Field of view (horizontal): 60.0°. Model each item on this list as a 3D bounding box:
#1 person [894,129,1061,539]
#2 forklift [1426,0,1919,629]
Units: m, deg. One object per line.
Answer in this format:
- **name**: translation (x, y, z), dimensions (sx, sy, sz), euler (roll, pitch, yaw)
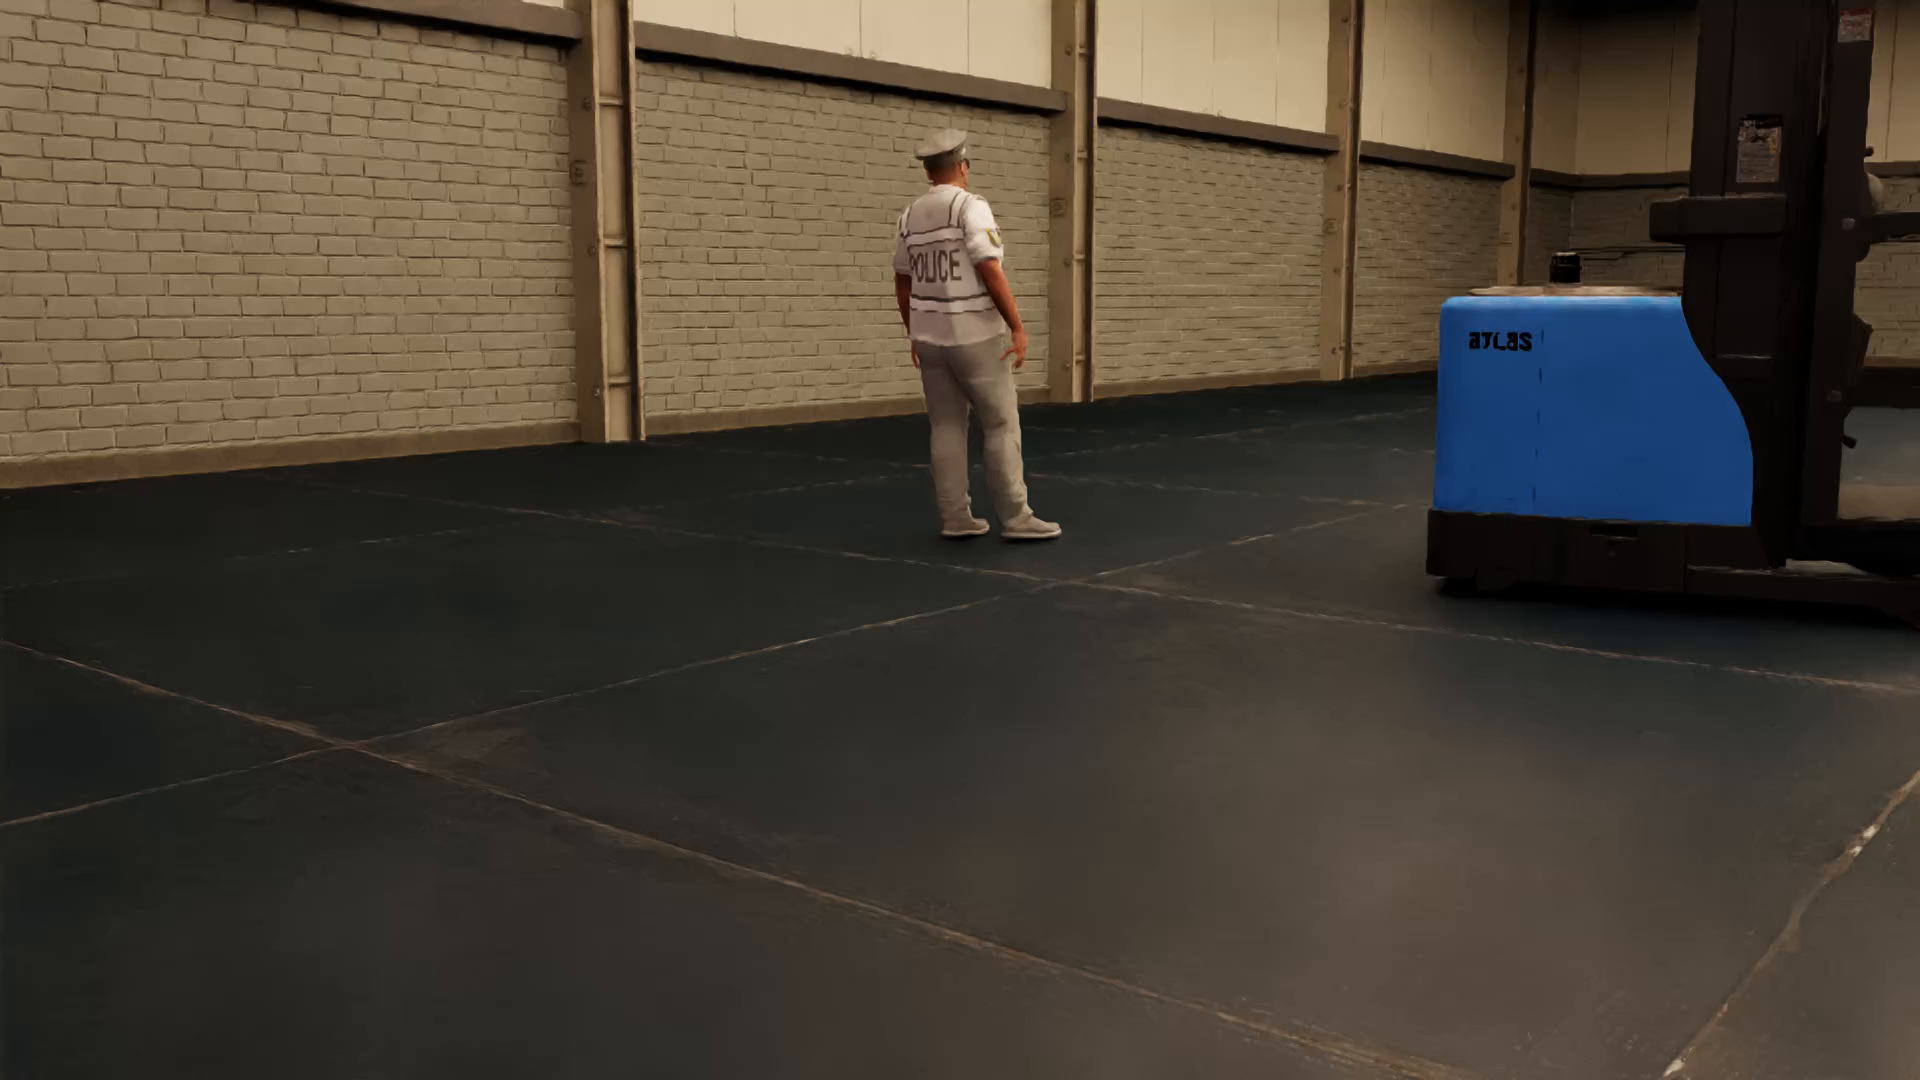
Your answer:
- **person**: translation (0.058, -0.897, 7.327), dimensions (0.640, 1.781, 0.574), euler (7, 11, 38)
- **forklift**: translation (3.272, -1.231, 5.698), dimensions (3.031, 2.935, 1.130), euler (4, 9, 23)
